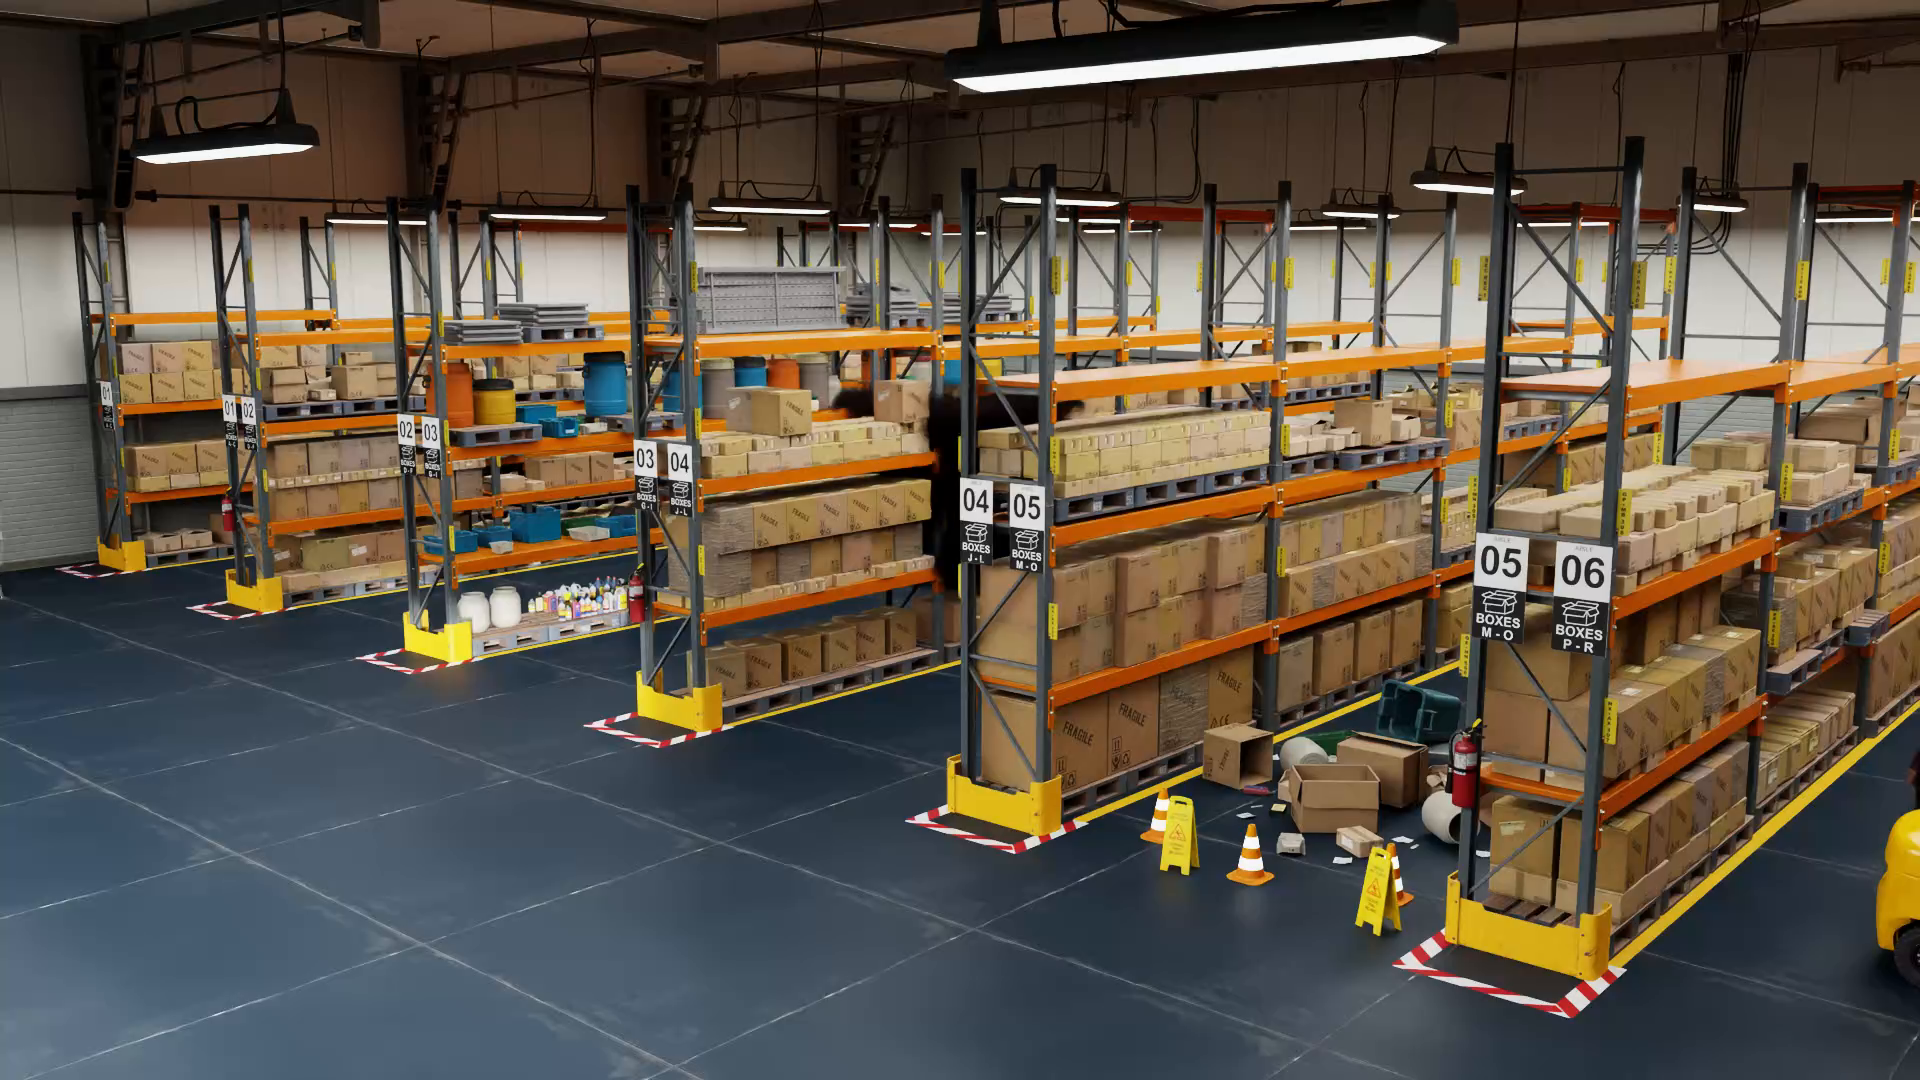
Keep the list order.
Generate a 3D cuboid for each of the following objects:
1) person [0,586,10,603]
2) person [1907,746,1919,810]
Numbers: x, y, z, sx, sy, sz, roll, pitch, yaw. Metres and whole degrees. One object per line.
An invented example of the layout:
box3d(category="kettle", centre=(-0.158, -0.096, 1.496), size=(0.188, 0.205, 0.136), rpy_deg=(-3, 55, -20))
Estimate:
box3d(category="person", centre=(-15.074, 0.150, 25.481), size=(0.663, 1.658, 0.642), rpy_deg=(-9, 13, -43))
box3d(category="person", centre=(8.536, 1.947, 14.395), size=(0.647, 1.751, 0.695), rpy_deg=(1, 9, 3))
